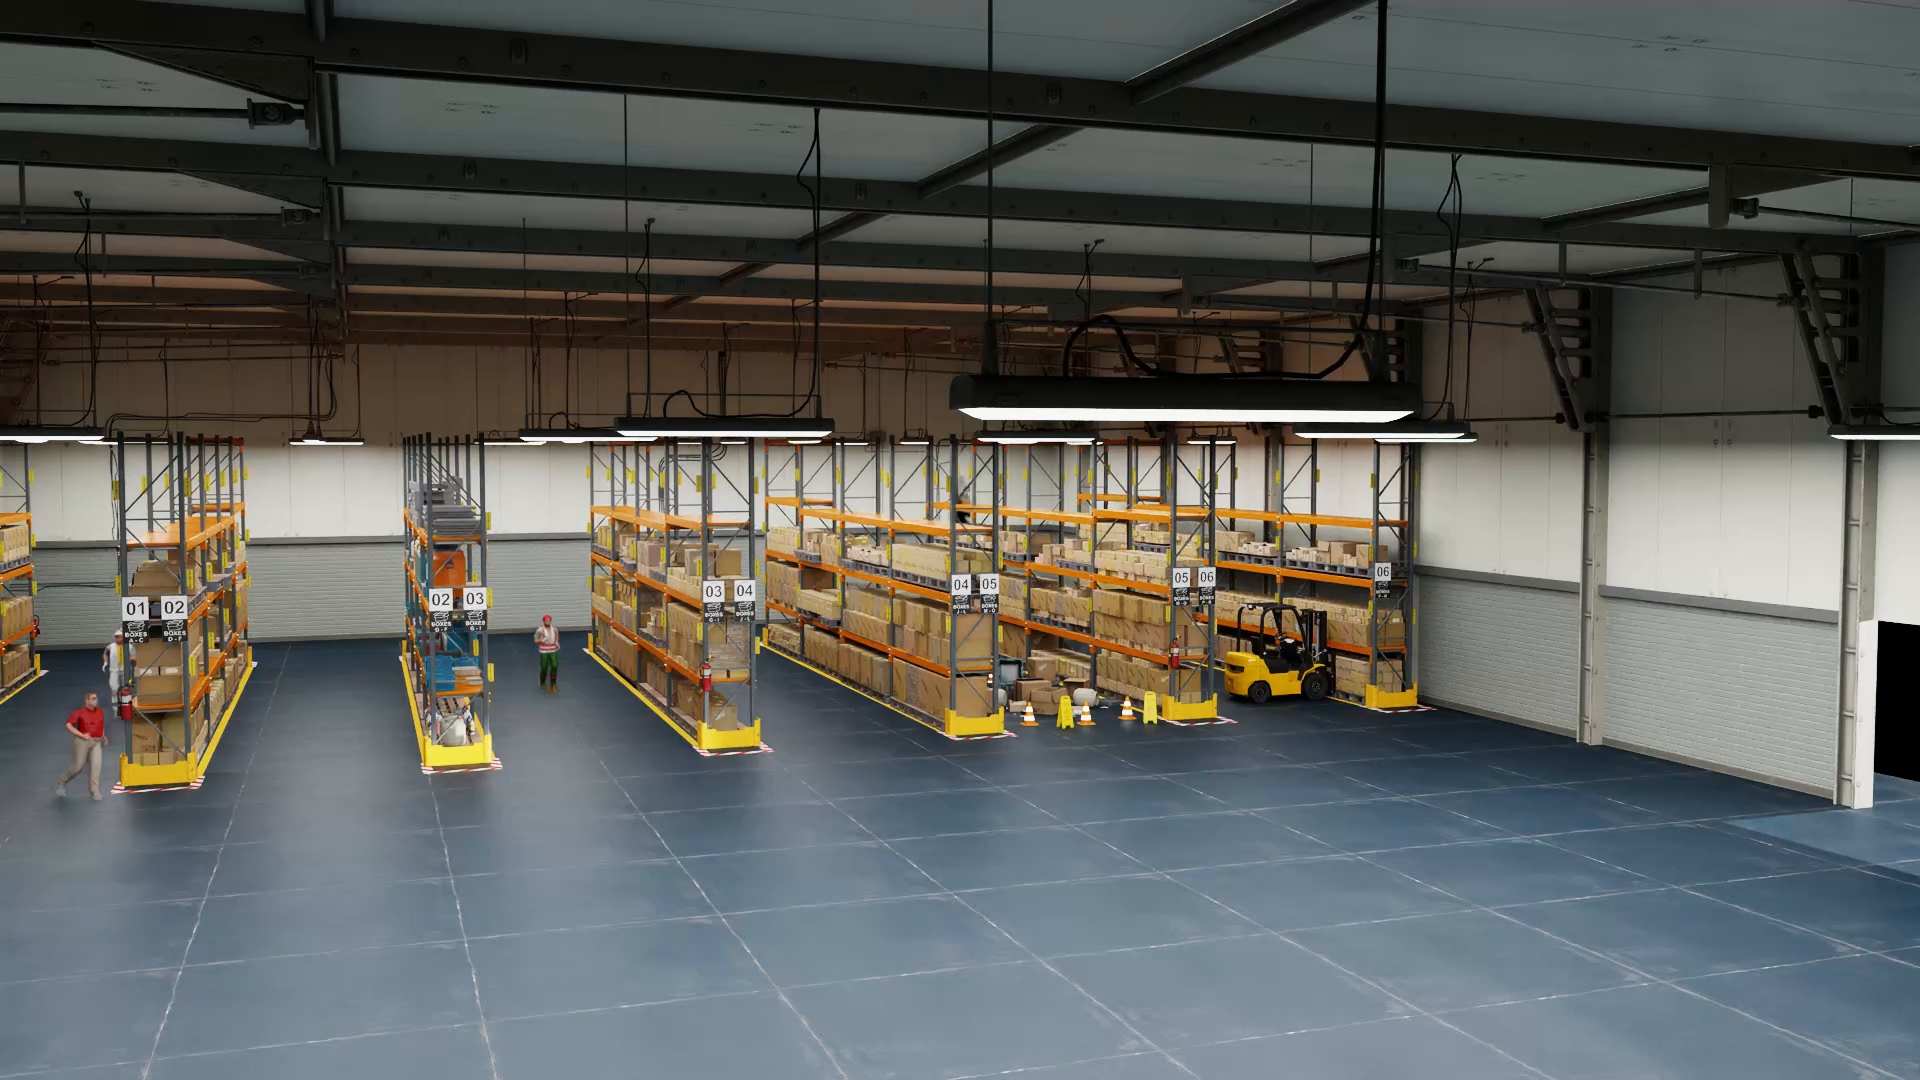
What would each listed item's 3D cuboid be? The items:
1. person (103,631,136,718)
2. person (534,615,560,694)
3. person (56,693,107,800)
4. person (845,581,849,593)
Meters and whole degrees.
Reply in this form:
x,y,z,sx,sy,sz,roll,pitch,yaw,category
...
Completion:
x,y,z,sx,sy,sz,roll,pitch,yaw,category
-17.936,2.838,35.502,0.655,1.817,0.910,-1,3,-25,person
-9.646,2.659,38.899,0.635,1.836,0.766,-2,4,-29,person
-14.240,3.357,27.202,0.974,1.695,0.735,2,4,29,person
-3.507,2.085,50.117,0.884,1.685,0.569,-2,4,-26,person
